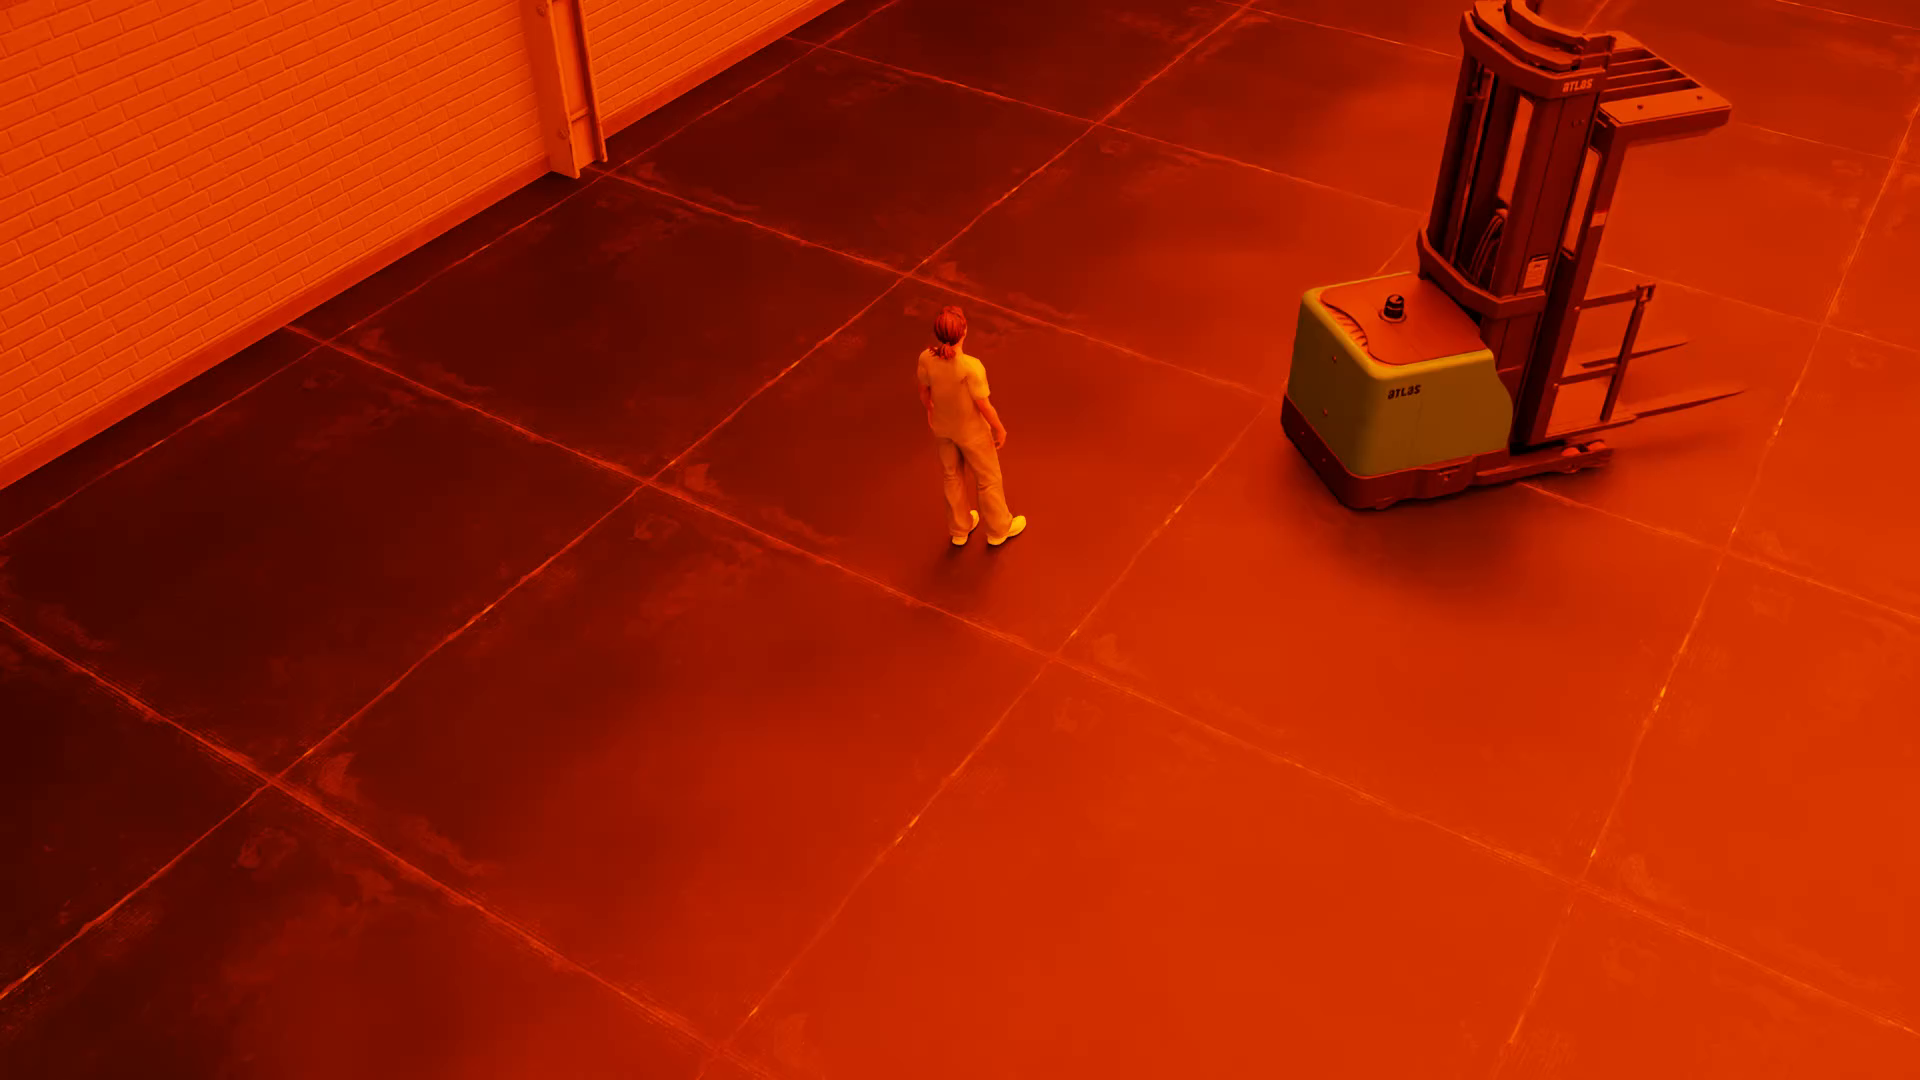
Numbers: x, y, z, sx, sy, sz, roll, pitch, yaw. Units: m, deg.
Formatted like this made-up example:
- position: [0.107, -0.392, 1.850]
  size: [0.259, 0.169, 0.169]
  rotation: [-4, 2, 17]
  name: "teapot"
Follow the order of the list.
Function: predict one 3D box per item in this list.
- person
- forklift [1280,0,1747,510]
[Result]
- position: [0.051, -0.680, 9.729]
  size: [0.549, 1.675, 0.549]
  rotation: [22, 45, 24]
  name: "person"
- position: [3.701, -1.863, 10.165]
  size: [3.031, 2.935, 1.130]
  rotation: [-12, 42, -13]
  name: "forklift"
